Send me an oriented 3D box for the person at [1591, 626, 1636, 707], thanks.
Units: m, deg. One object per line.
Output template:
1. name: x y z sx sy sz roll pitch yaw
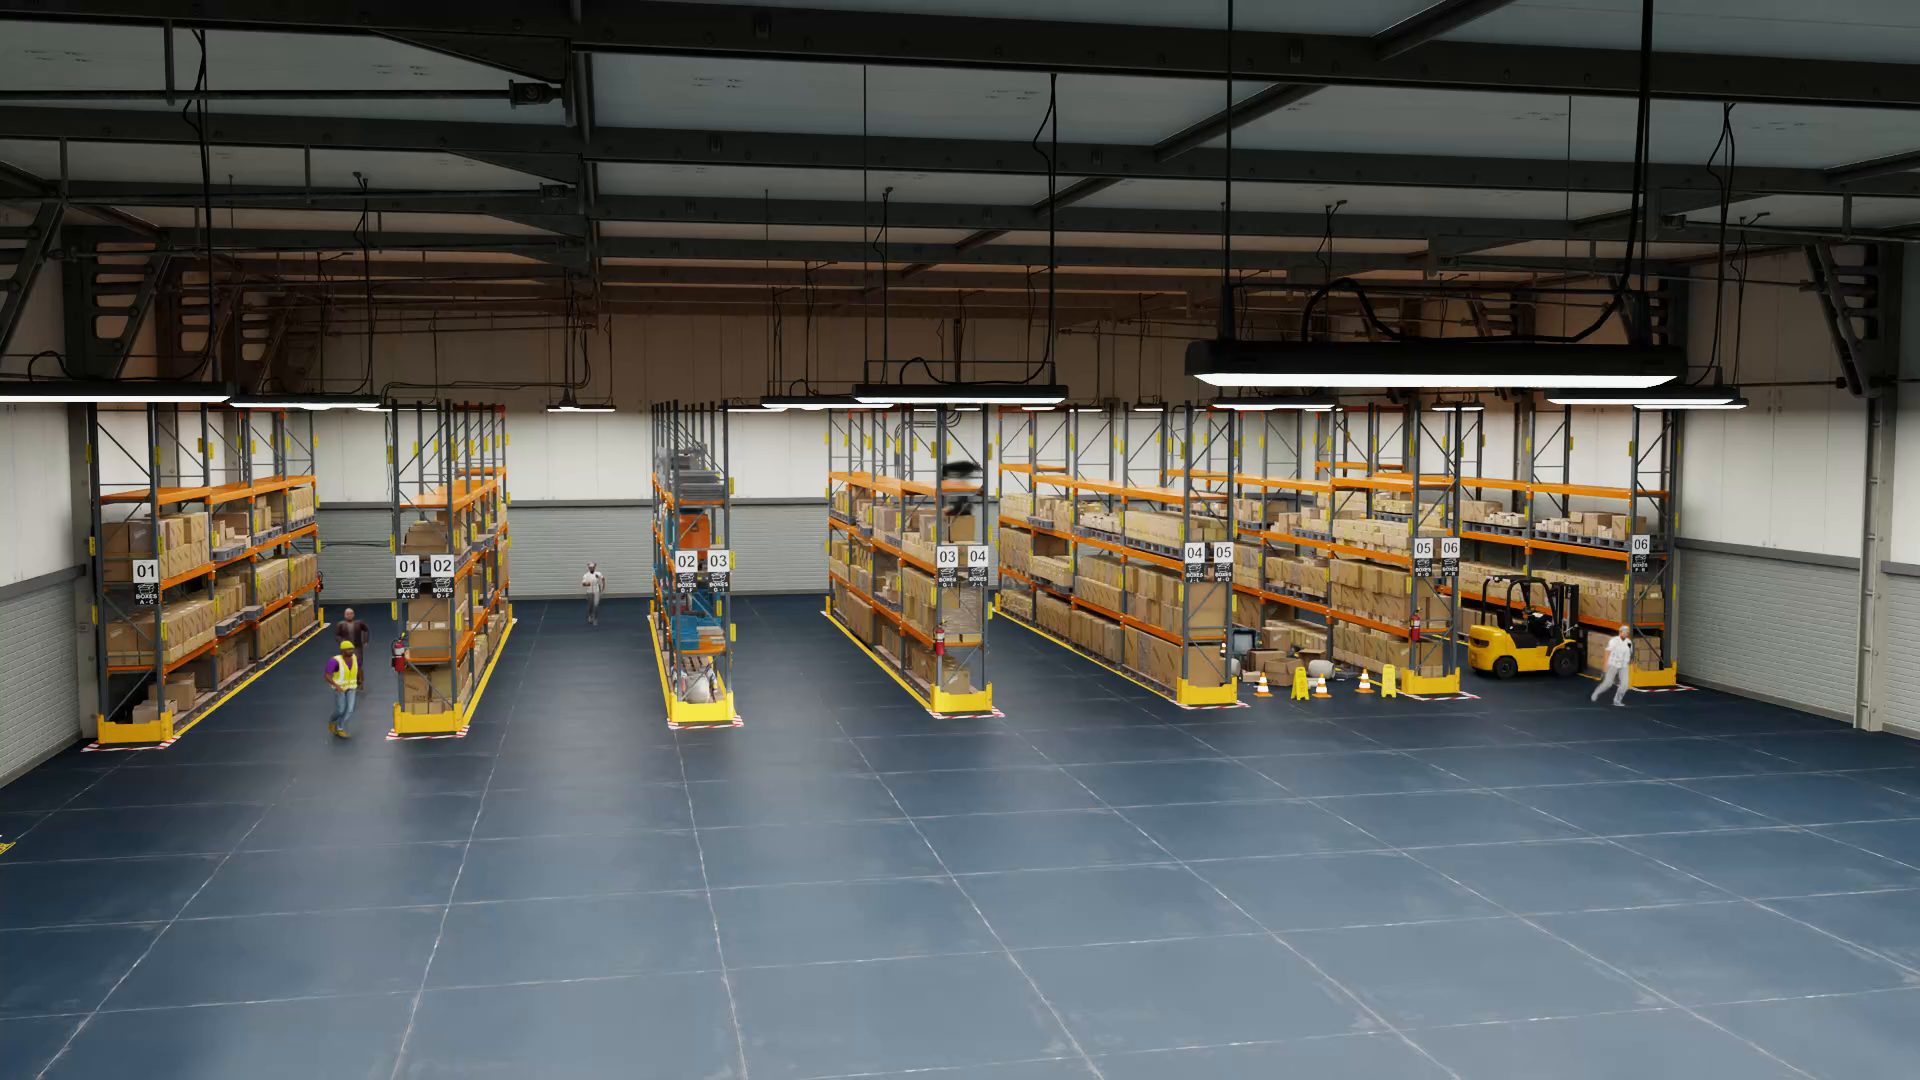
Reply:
1. person: 12.850 2.462 32.663 0.700 1.596 0.672 -1 4 -9

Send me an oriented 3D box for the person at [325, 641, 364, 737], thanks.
1. person: -10.984 2.643 29.664 0.592 1.725 0.727 4 6 44

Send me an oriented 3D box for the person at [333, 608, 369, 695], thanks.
1. person: -12.446 2.282 33.994 0.652 1.780 0.849 -1 4 -12

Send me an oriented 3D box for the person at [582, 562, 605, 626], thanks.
1. person: -10.004 1.461 45.404 0.577 1.741 0.898 0 4 -6

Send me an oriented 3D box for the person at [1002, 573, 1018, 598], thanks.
1. person: 1.477 1.081 50.257 0.826 1.736 0.601 -4 6 -44
